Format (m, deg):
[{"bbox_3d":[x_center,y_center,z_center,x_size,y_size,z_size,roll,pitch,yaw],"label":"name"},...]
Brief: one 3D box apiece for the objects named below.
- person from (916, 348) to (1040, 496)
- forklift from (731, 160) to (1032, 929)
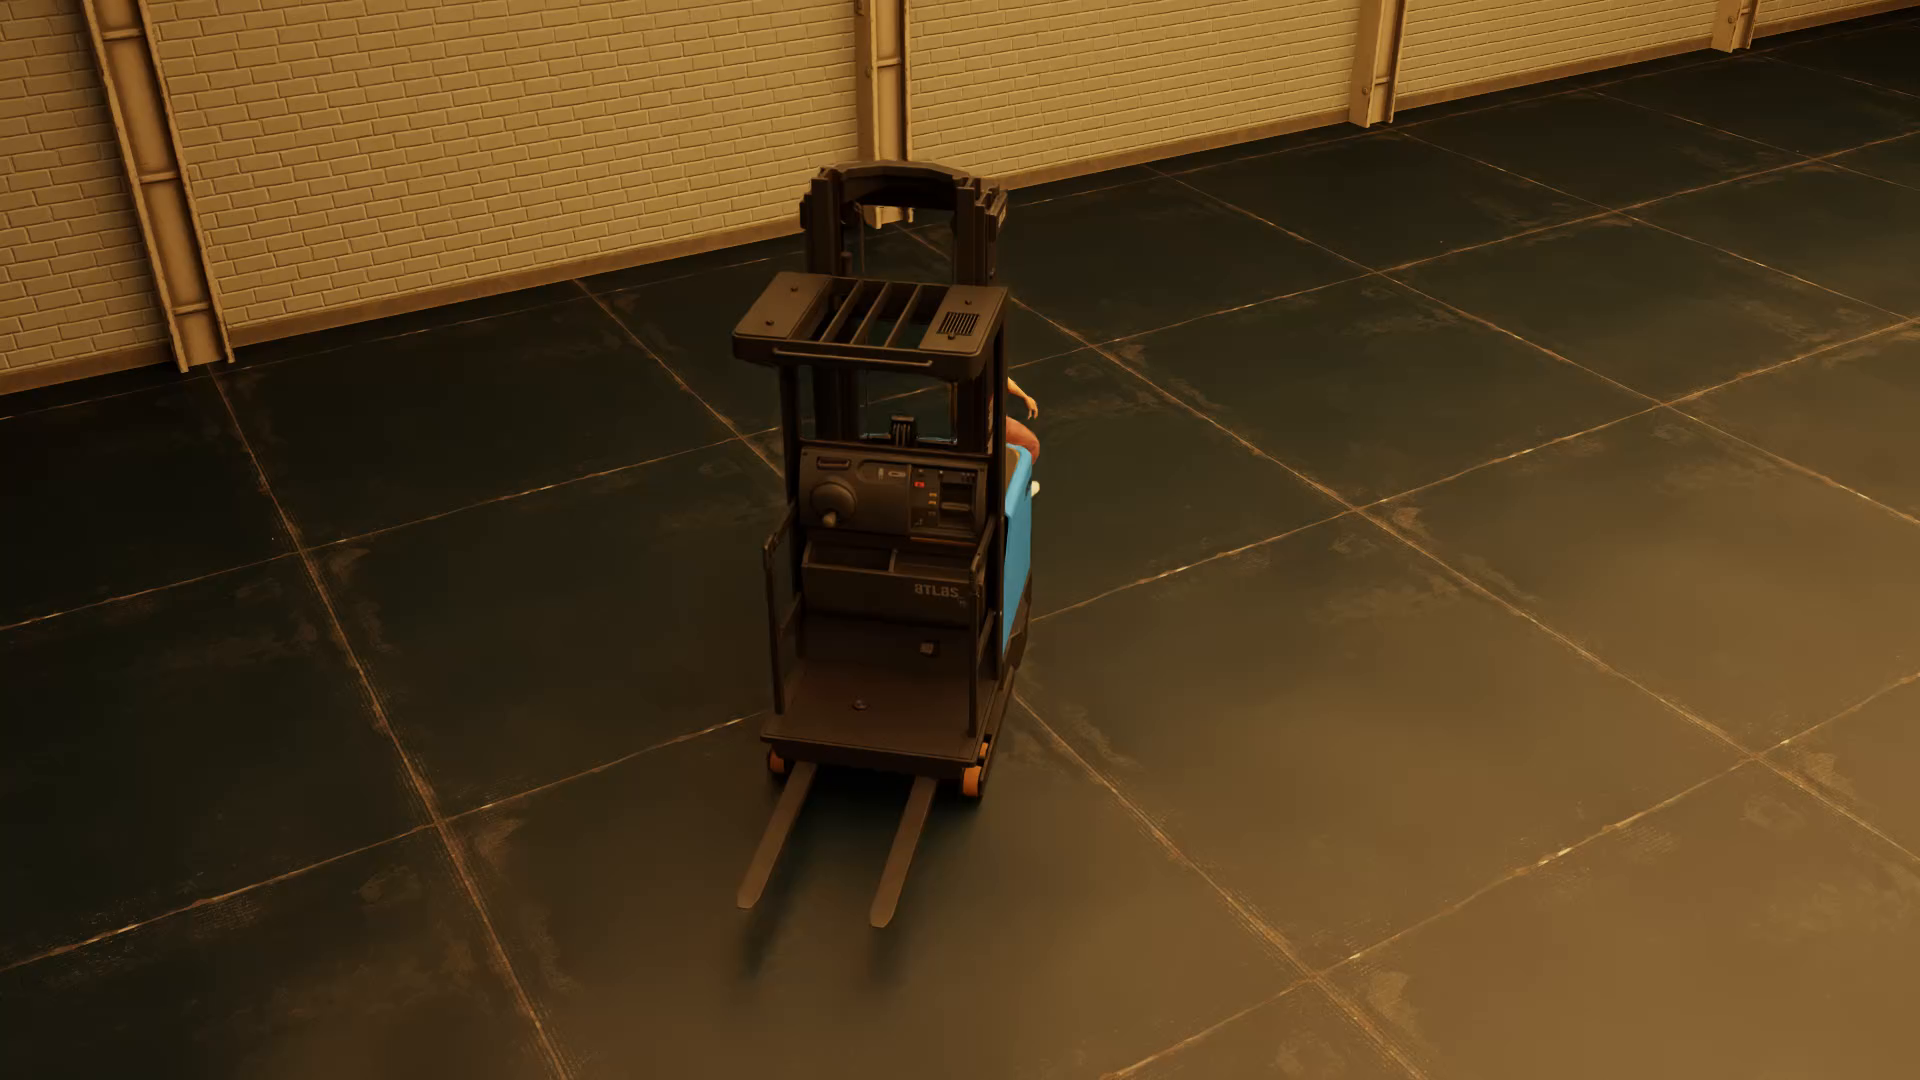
[{"bbox_3d":[0.246,-0.829,10.286,0.803,1.564,0.904,-20,36,-30],"label":"person"},{"bbox_3d":[-0.369,-0.172,7.934,1.130,2.935,3.031,6,31,9],"label":"forklift"}]
